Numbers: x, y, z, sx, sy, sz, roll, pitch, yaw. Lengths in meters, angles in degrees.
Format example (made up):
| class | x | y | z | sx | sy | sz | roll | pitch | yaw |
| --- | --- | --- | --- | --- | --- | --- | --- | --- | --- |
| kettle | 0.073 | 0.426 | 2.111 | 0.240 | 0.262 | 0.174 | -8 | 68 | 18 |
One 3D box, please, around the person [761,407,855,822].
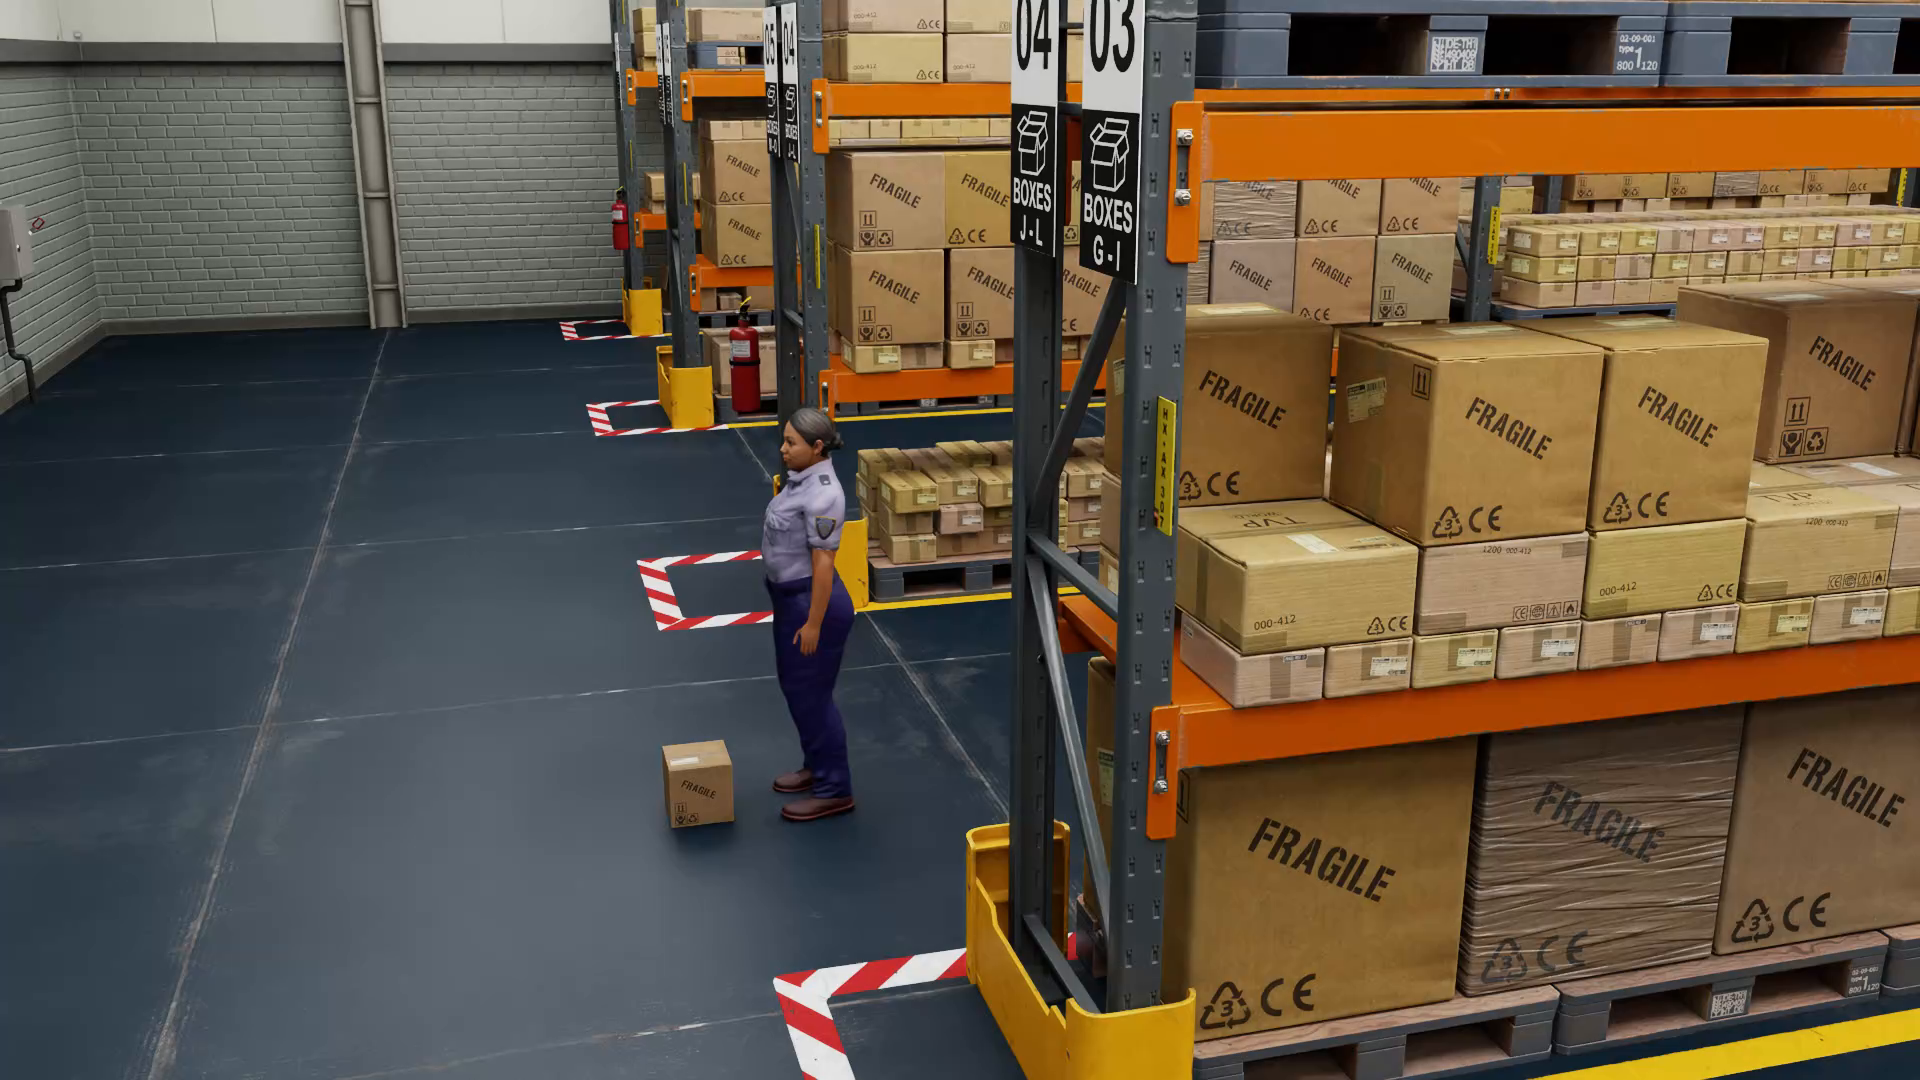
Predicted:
| class | x | y | z | sx | sy | sz | roll | pitch | yaw |
| --- | --- | --- | --- | --- | --- | --- | --- | --- | --- |
| person | -0.600 | 0.285 | 6.588 | 0.342 | 1.647 | 0.469 | -4 | 17 | -14 |
